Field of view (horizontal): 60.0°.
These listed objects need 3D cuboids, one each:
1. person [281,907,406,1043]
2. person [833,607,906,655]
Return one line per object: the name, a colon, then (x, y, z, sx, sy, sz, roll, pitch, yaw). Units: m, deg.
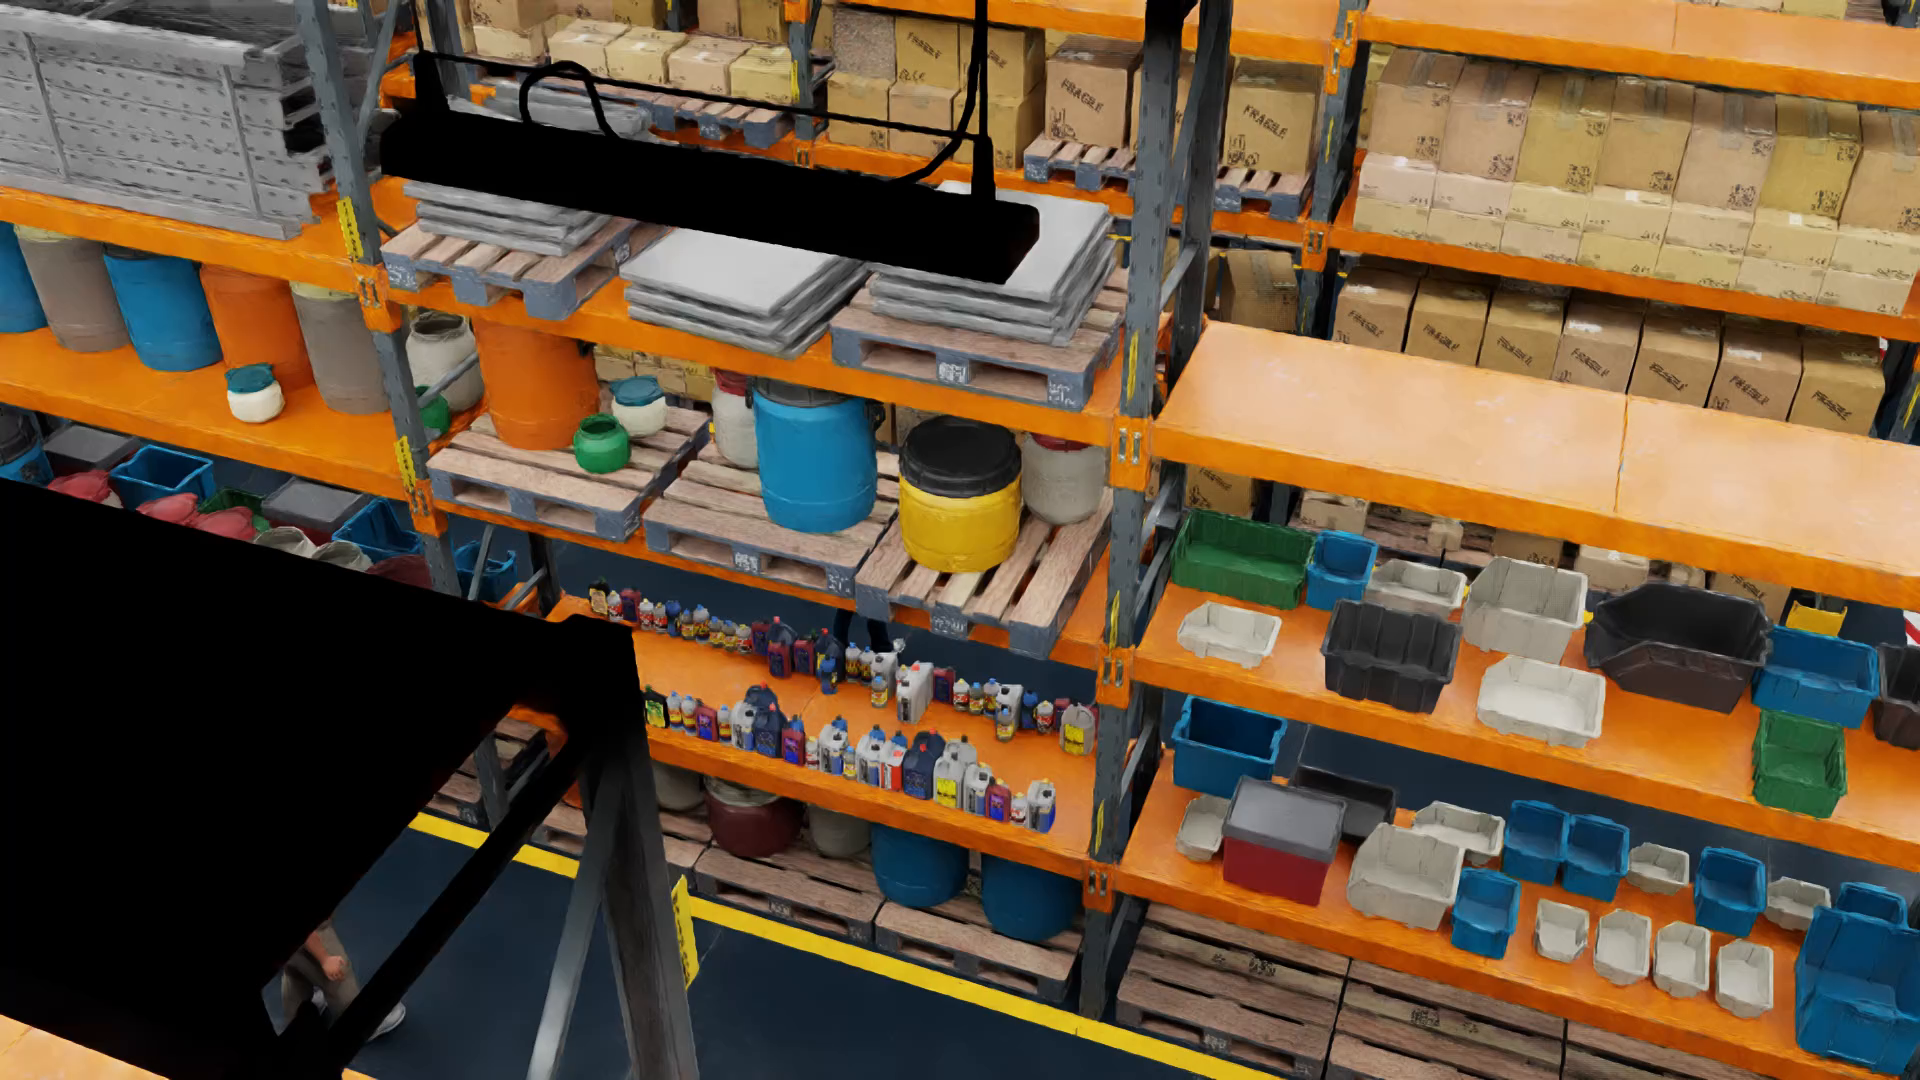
person: (-3.508, 2.106, 9.075, 0.574, 1.723, 0.653, -26, 44, -31)
person: (-0.660, 0.211, 11.749, 0.532, 1.588, 0.535, -30, 46, -34)
